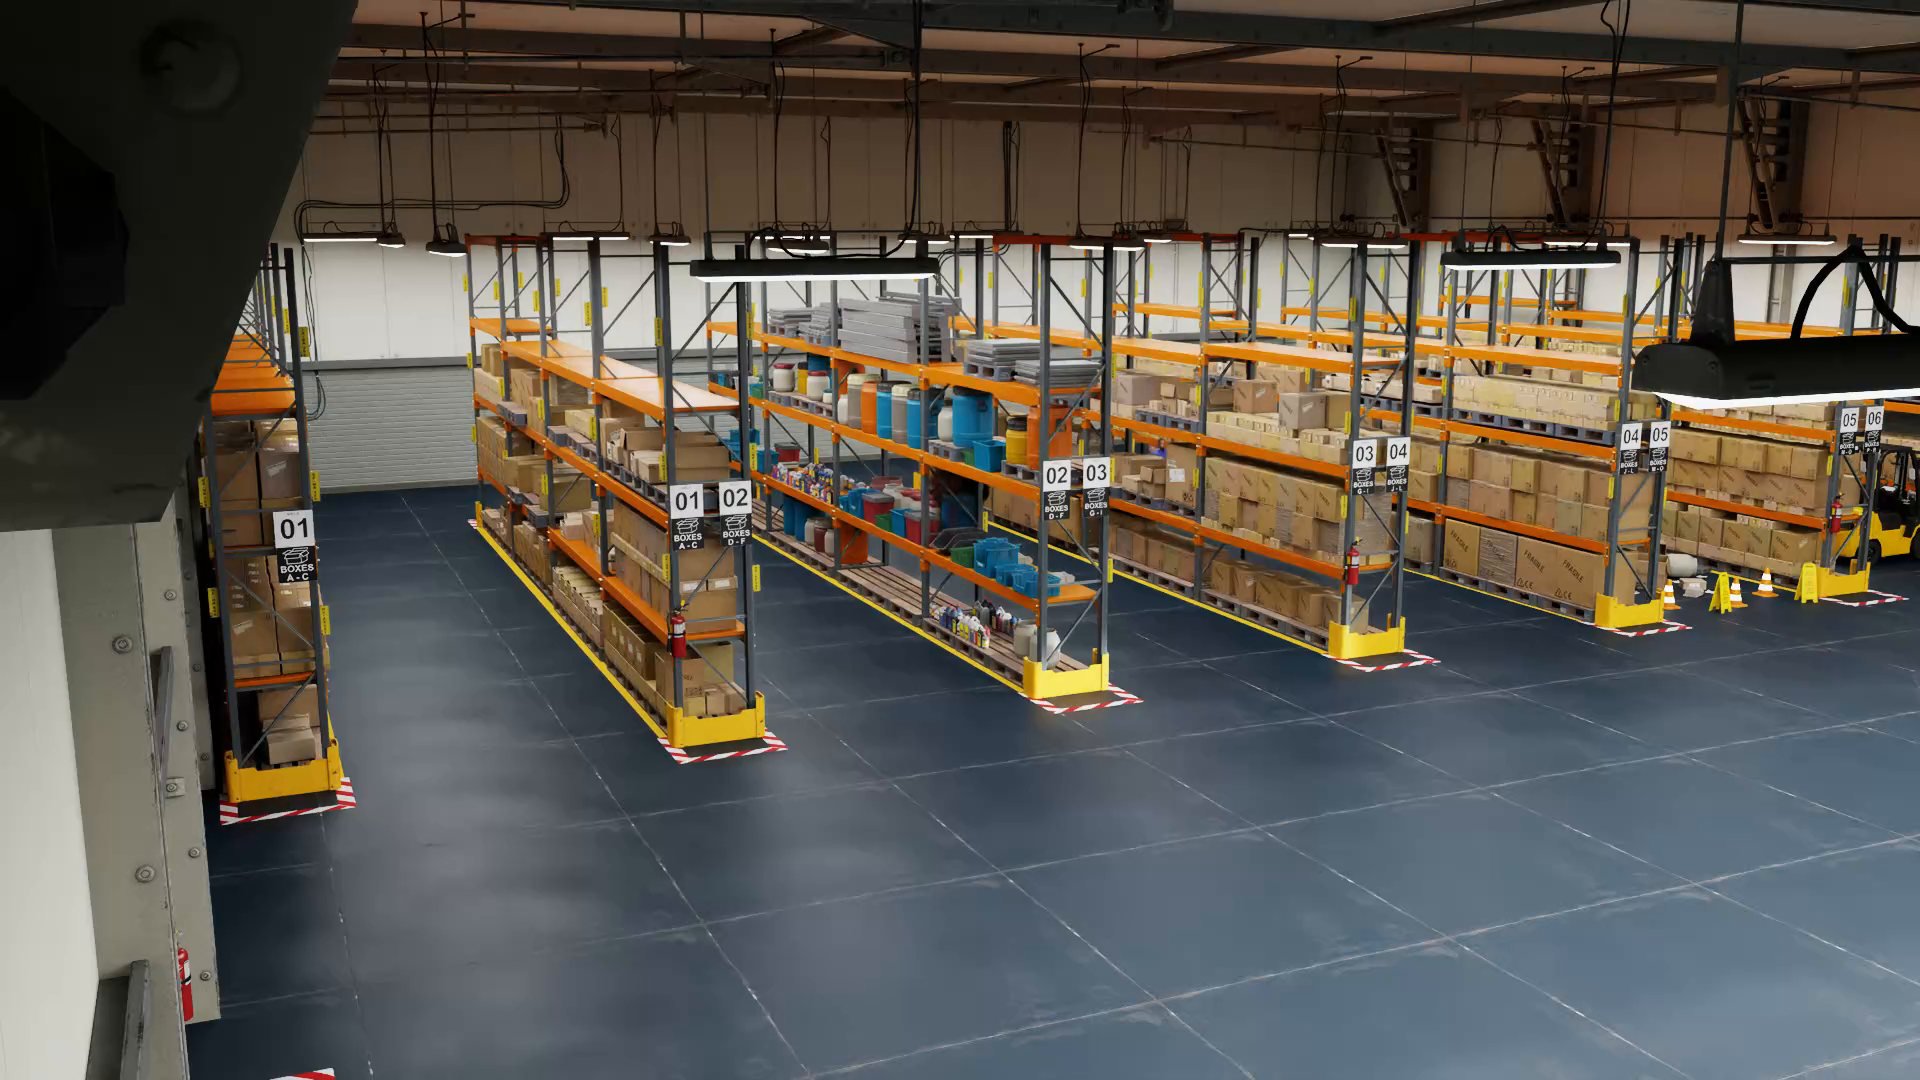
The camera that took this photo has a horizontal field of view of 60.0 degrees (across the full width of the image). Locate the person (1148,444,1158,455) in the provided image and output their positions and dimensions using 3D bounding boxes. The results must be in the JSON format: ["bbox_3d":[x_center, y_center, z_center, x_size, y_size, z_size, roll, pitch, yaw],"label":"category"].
[{"bbox_3d":[5.073,-2.628,42.461,0.623,1.622,0.572,-5,12,-25],"label":"person"}]

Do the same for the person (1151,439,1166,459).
[{"bbox_3d":[4.317,-1.344,35.747,0.589,1.664,0.923,-4,12,-21],"label":"person"}]
